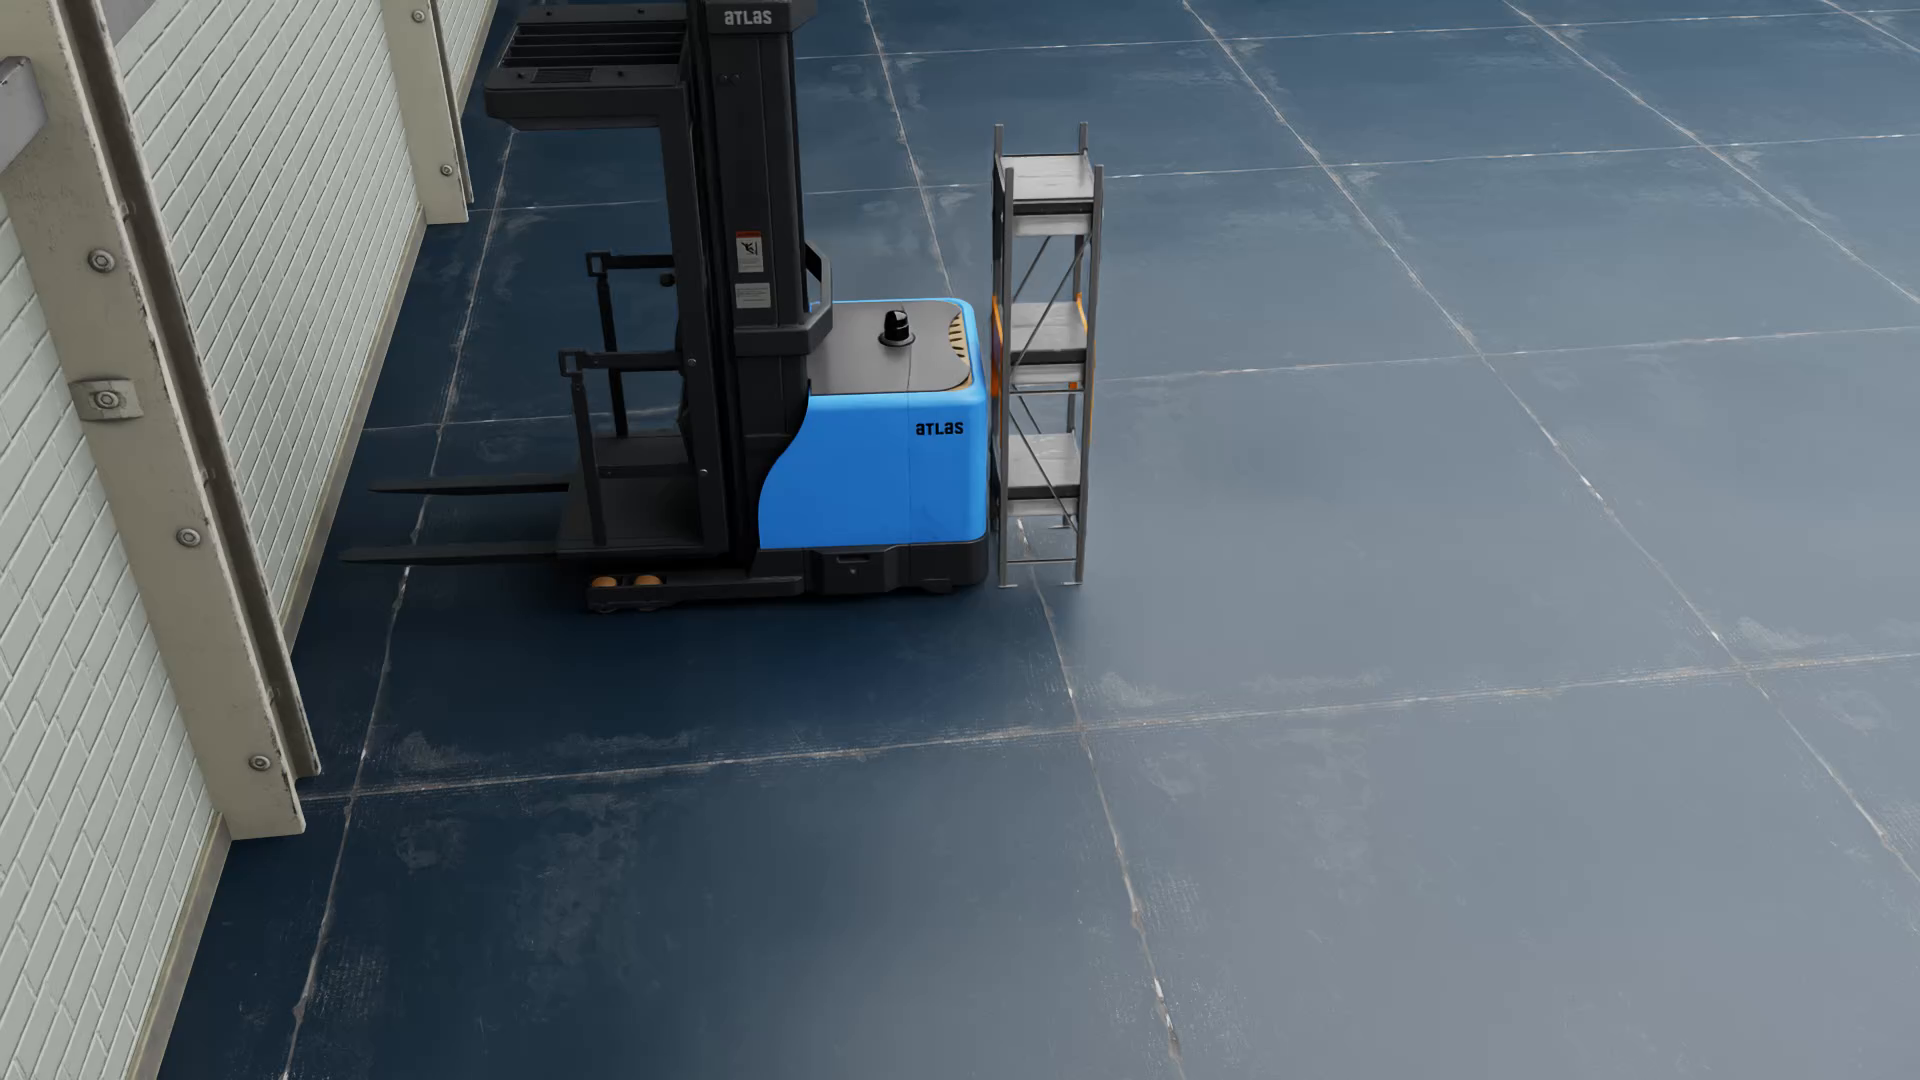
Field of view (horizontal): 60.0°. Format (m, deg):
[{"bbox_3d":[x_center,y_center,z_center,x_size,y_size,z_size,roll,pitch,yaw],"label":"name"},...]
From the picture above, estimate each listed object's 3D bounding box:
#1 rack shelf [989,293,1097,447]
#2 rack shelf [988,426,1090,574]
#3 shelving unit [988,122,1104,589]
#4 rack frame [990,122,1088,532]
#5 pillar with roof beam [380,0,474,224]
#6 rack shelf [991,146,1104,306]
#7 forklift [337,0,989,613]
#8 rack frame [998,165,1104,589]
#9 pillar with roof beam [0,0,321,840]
[{"bbox_3d":[0.367,-0.773,7.544,0.431,0.518,0.480,-2,34,-3],"label":"rack shelf"},{"bbox_3d":[0.367,-0.195,7.939,0.431,0.518,0.480,-2,34,-3],"label":"rack shelf"},{"bbox_3d":[0.367,-0.785,7.537,0.431,2.100,0.503,-2,34,-3],"label":"shelving unit"},{"bbox_3d":[0.350,-0.922,7.738,0.400,2.100,0.015,-2,34,-3],"label":"rack frame"},{"bbox_3d":[0.692,-6.336,9.556,9.100,9.000,0.400,-4,35,-6],"label":"pillar with roof beam"},{"bbox_3d":[0.367,-1.352,7.150,0.431,0.518,0.480,-2,34,-3],"label":"rack shelf"},{"bbox_3d":[-1.405,-1.182,7.382,3.031,2.935,1.130,-2,34,-3],"label":"forklift"},{"bbox_3d":[0.383,-0.648,7.336,0.400,2.100,0.015,-2,34,-3],"label":"rack frame"},{"bbox_3d":[1.499,-2.987,4.643,9.100,9.000,0.400,-4,35,-6],"label":"pillar with roof beam"}]
